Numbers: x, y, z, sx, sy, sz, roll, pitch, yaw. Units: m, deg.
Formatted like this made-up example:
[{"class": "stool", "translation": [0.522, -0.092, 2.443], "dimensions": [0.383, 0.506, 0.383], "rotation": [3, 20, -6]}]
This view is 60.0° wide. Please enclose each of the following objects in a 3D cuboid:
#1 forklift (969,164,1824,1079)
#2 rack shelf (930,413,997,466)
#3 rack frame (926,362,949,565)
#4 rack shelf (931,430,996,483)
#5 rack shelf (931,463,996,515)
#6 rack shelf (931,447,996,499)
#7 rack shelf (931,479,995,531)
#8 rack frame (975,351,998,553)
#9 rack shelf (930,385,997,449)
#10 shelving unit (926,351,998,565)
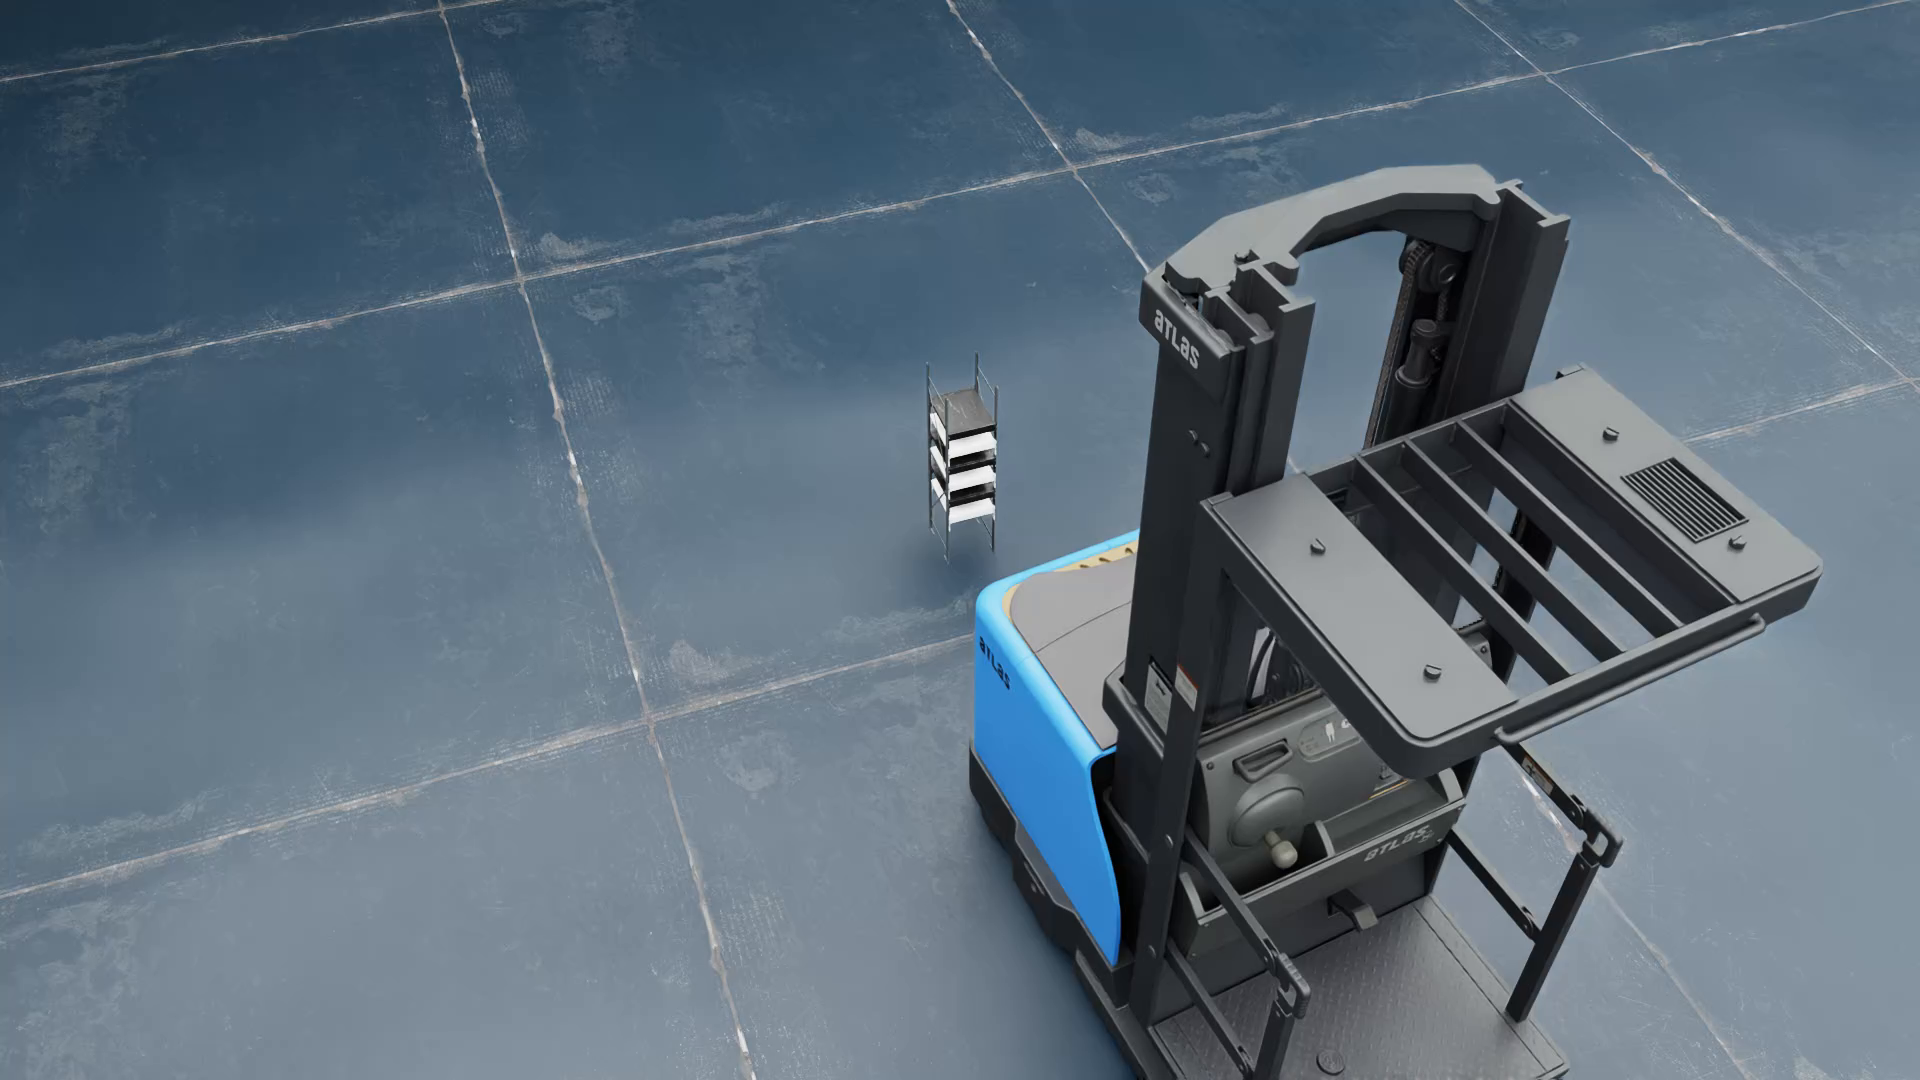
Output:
[{"class": "forklift", "translation": [1.144, 0.663, 4.329], "dimensions": [1.130, 2.935, 3.031], "rotation": [-20, 48, -18]}, {"class": "rack shelf", "translation": [0.008, -0.423, 6.639], "dimensions": [0.200, 0.077, 0.258], "rotation": [-14, 47, -14]}, {"class": "rack frame", "translation": [-0.088, -0.295, 6.718], "dimensions": [0.006, 0.900, 0.240], "rotation": [-14, 47, -14]}, {"class": "rack shelf", "translation": [0.008, -0.360, 6.702], "dimensions": [0.200, 0.077, 0.258], "rotation": [-14, 47, -14]}, {"class": "rack shelf", "translation": [0.008, -0.233, 6.830], "dimensions": [0.200, 0.077, 0.258], "rotation": [-14, 47, -14]}, {"class": "rack shelf", "translation": [0.008, -0.296, 6.766], "dimensions": [0.200, 0.077, 0.258], "rotation": [-14, 47, -14]}, {"class": "rack shelf", "translation": [0.008, -0.169, 6.894], "dimensions": [0.200, 0.077, 0.258], "rotation": [-14, 47, -14]}, {"class": "rack frame", "translation": [0.103, -0.344, 6.767], "dimensions": [0.006, 0.900, 0.240], "rotation": [-14, 47, -14]}, {"class": "rack shelf", "translation": [0.008, -0.487, 6.575], "dimensions": [0.200, 0.077, 0.258], "rotation": [-14, 47, -14]}, {"class": "shelving unit", "translation": [0.008, -0.320, 6.743], "dimensions": [0.210, 0.900, 0.258], "rotation": [-14, 47, -14]}]
